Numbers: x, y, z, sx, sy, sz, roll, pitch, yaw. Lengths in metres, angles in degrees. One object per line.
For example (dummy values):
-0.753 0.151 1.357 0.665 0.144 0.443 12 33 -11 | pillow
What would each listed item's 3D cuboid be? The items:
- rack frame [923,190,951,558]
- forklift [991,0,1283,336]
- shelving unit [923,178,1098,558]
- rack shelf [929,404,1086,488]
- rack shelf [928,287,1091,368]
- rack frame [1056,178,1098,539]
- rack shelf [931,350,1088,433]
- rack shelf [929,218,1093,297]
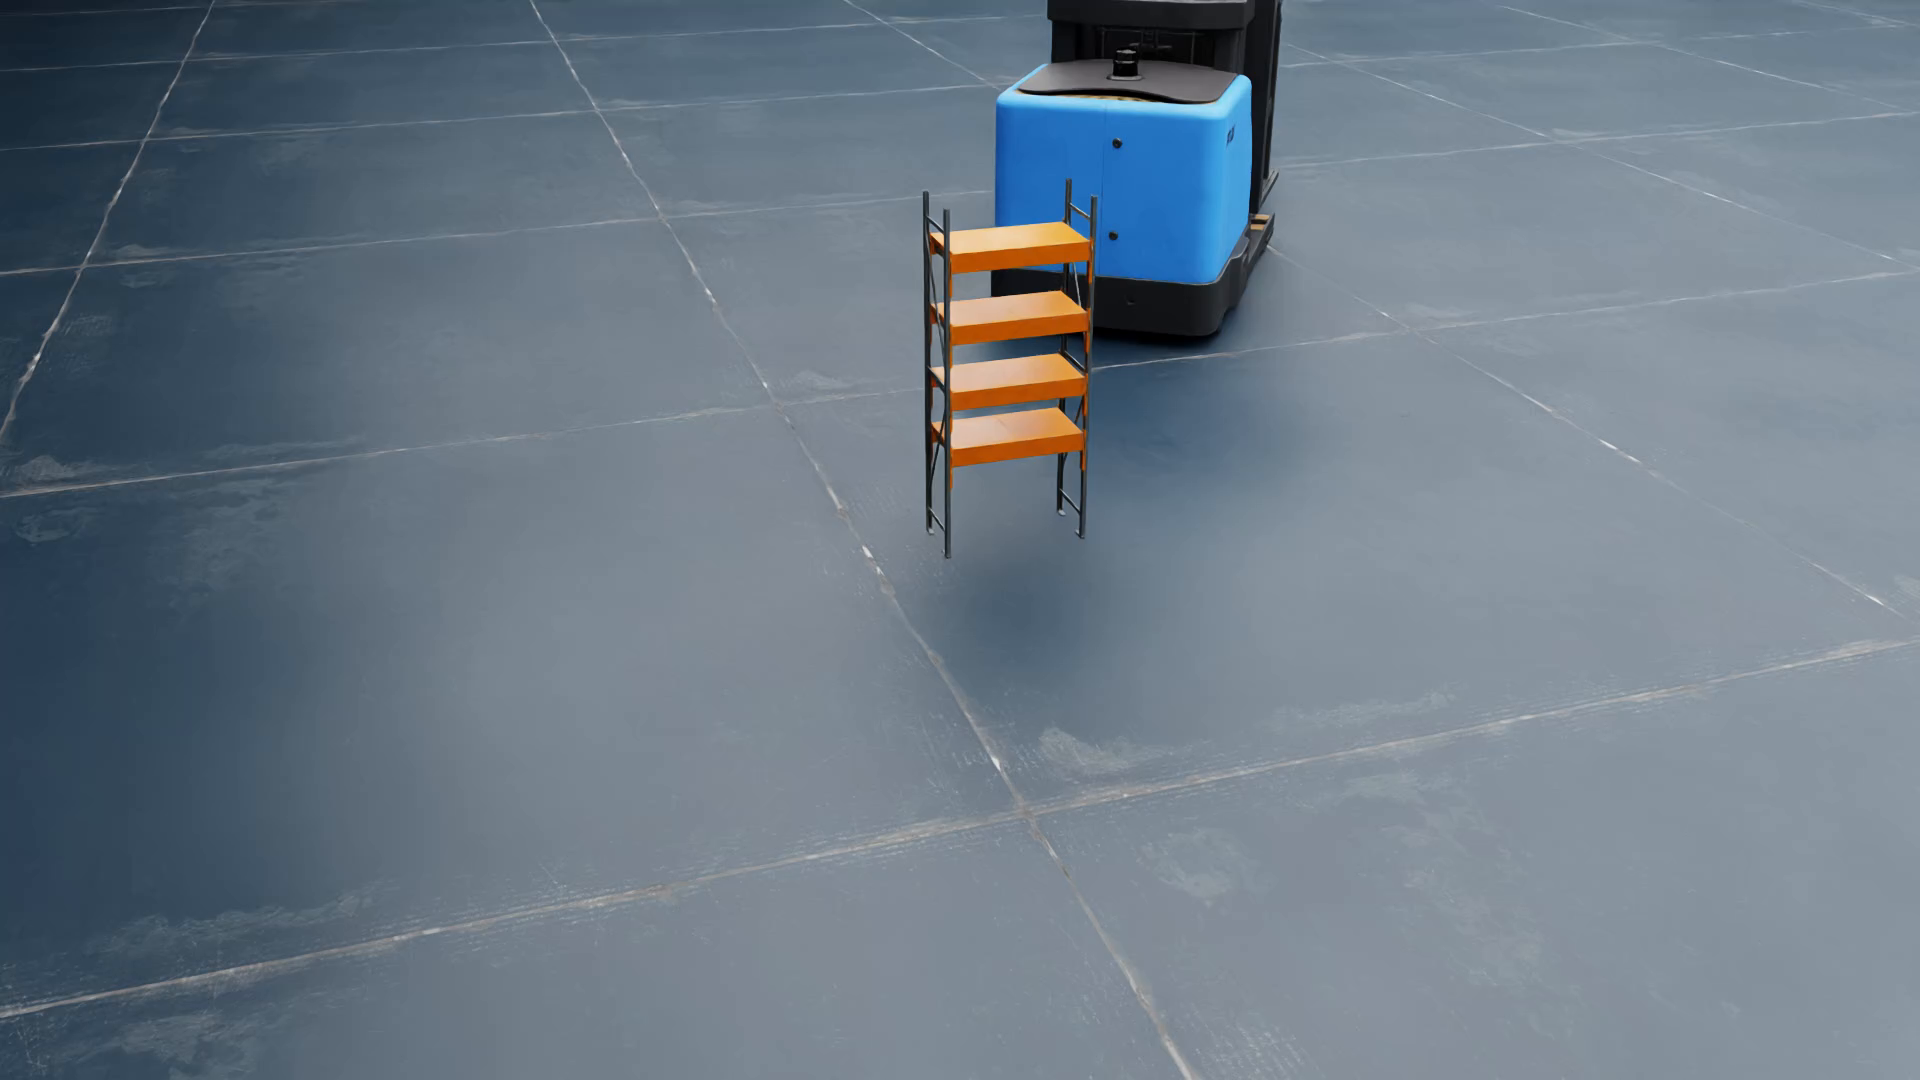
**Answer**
-0.075 -0.527 5.461 0.015 1.200 0.240 -8 28 -16 | rack frame
1.062 -2.857 8.208 1.130 2.935 3.031 8 27 15 | forklift
0.157 -0.560 5.529 0.503 1.200 0.258 -8 28 -16 | shelving unit
0.157 -0.322 5.647 0.480 0.148 0.258 -8 28 -16 | rack shelf
0.157 -0.700 5.460 0.480 0.148 0.258 -8 28 -16 | rack shelf
0.389 -0.594 5.597 0.015 1.200 0.240 -8 28 -16 | rack frame
0.157 -0.500 5.559 0.480 0.148 0.258 -8 28 -16 | rack shelf
0.157 -0.912 5.354 0.480 0.148 0.258 -8 28 -16 | rack shelf
